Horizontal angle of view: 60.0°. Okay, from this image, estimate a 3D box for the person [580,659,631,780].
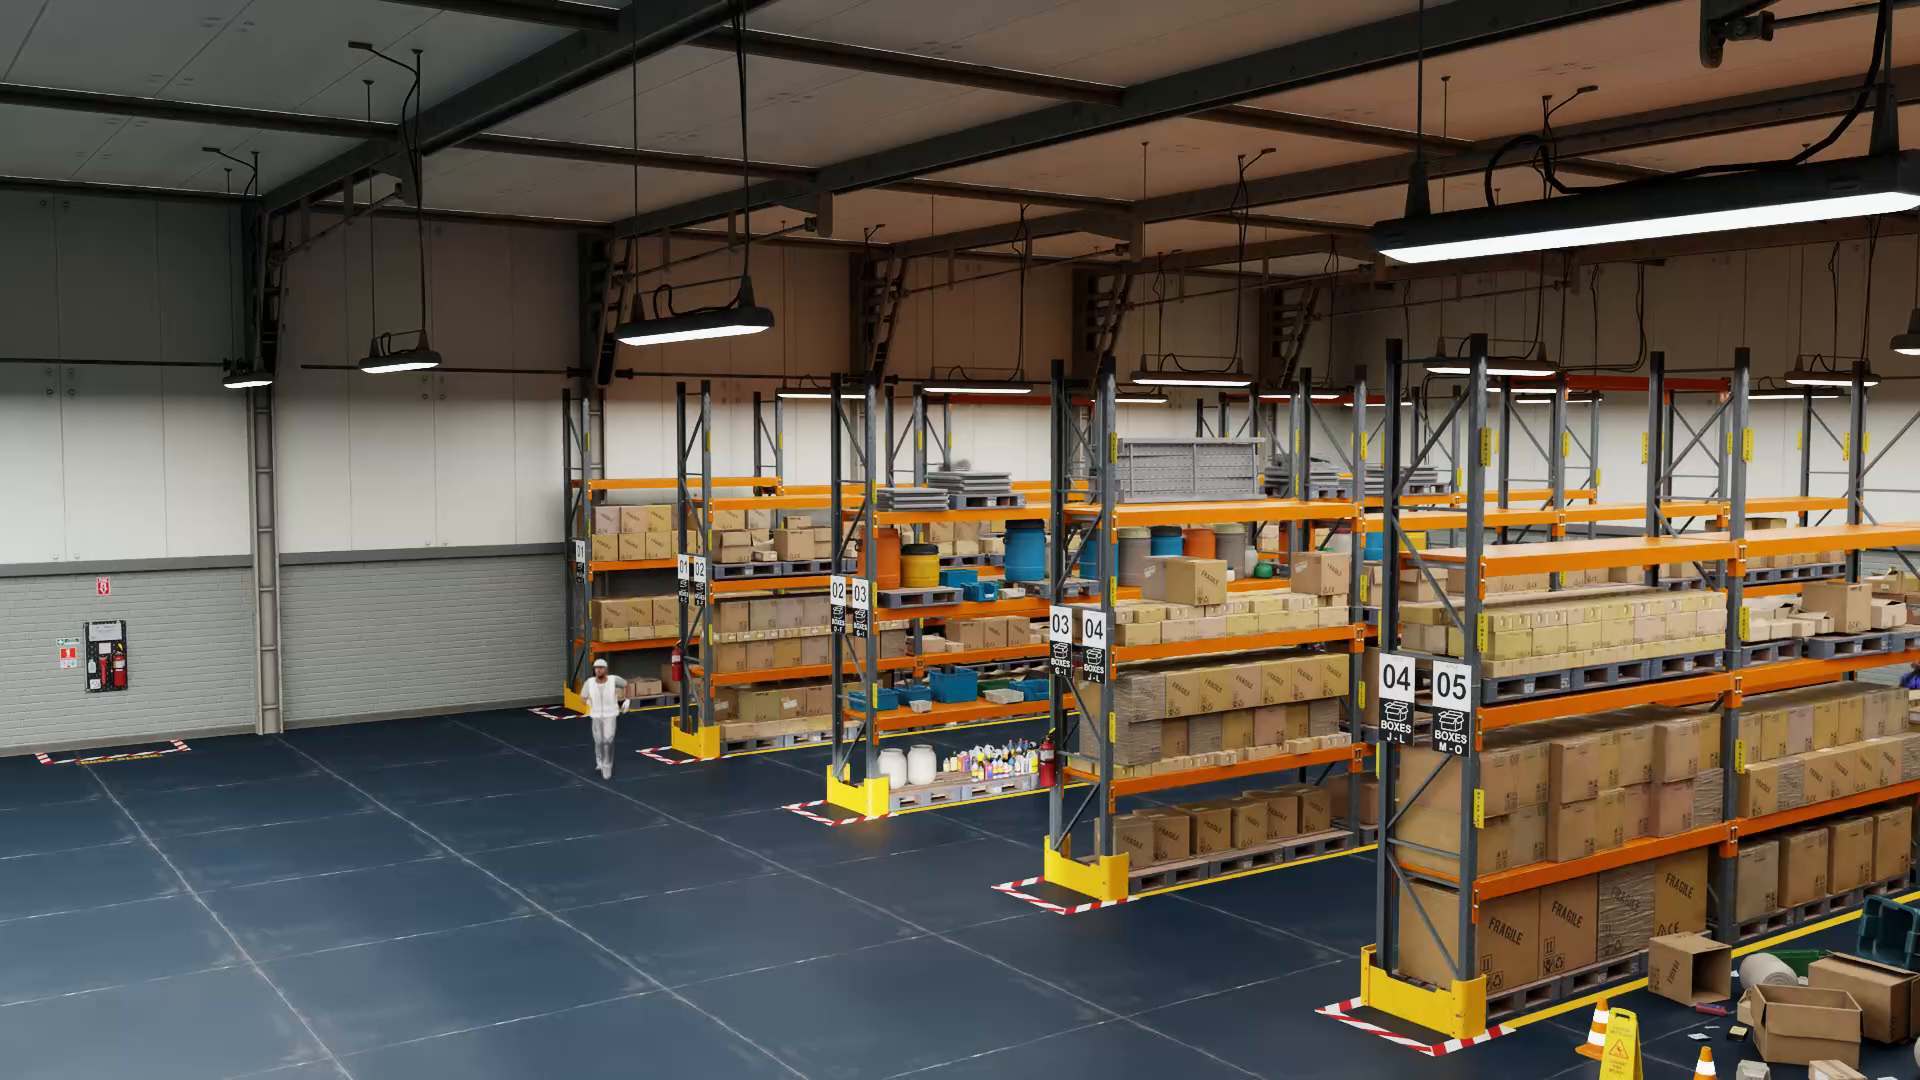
[{"bbox_3d":[-5.326,2.673,24.950,0.697,1.801,0.897,0,4,1],"label":"person"}]

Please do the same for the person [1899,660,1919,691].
[{"bbox_3d":[15.153,2.668,26.294,0.594,1.645,0.898,3,5,36],"label":"person"}]

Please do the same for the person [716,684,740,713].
[{"bbox_3d":[-4.082,2.358,28.997,0.560,1.628,0.609,-4,5,-44],"label":"person"}]
